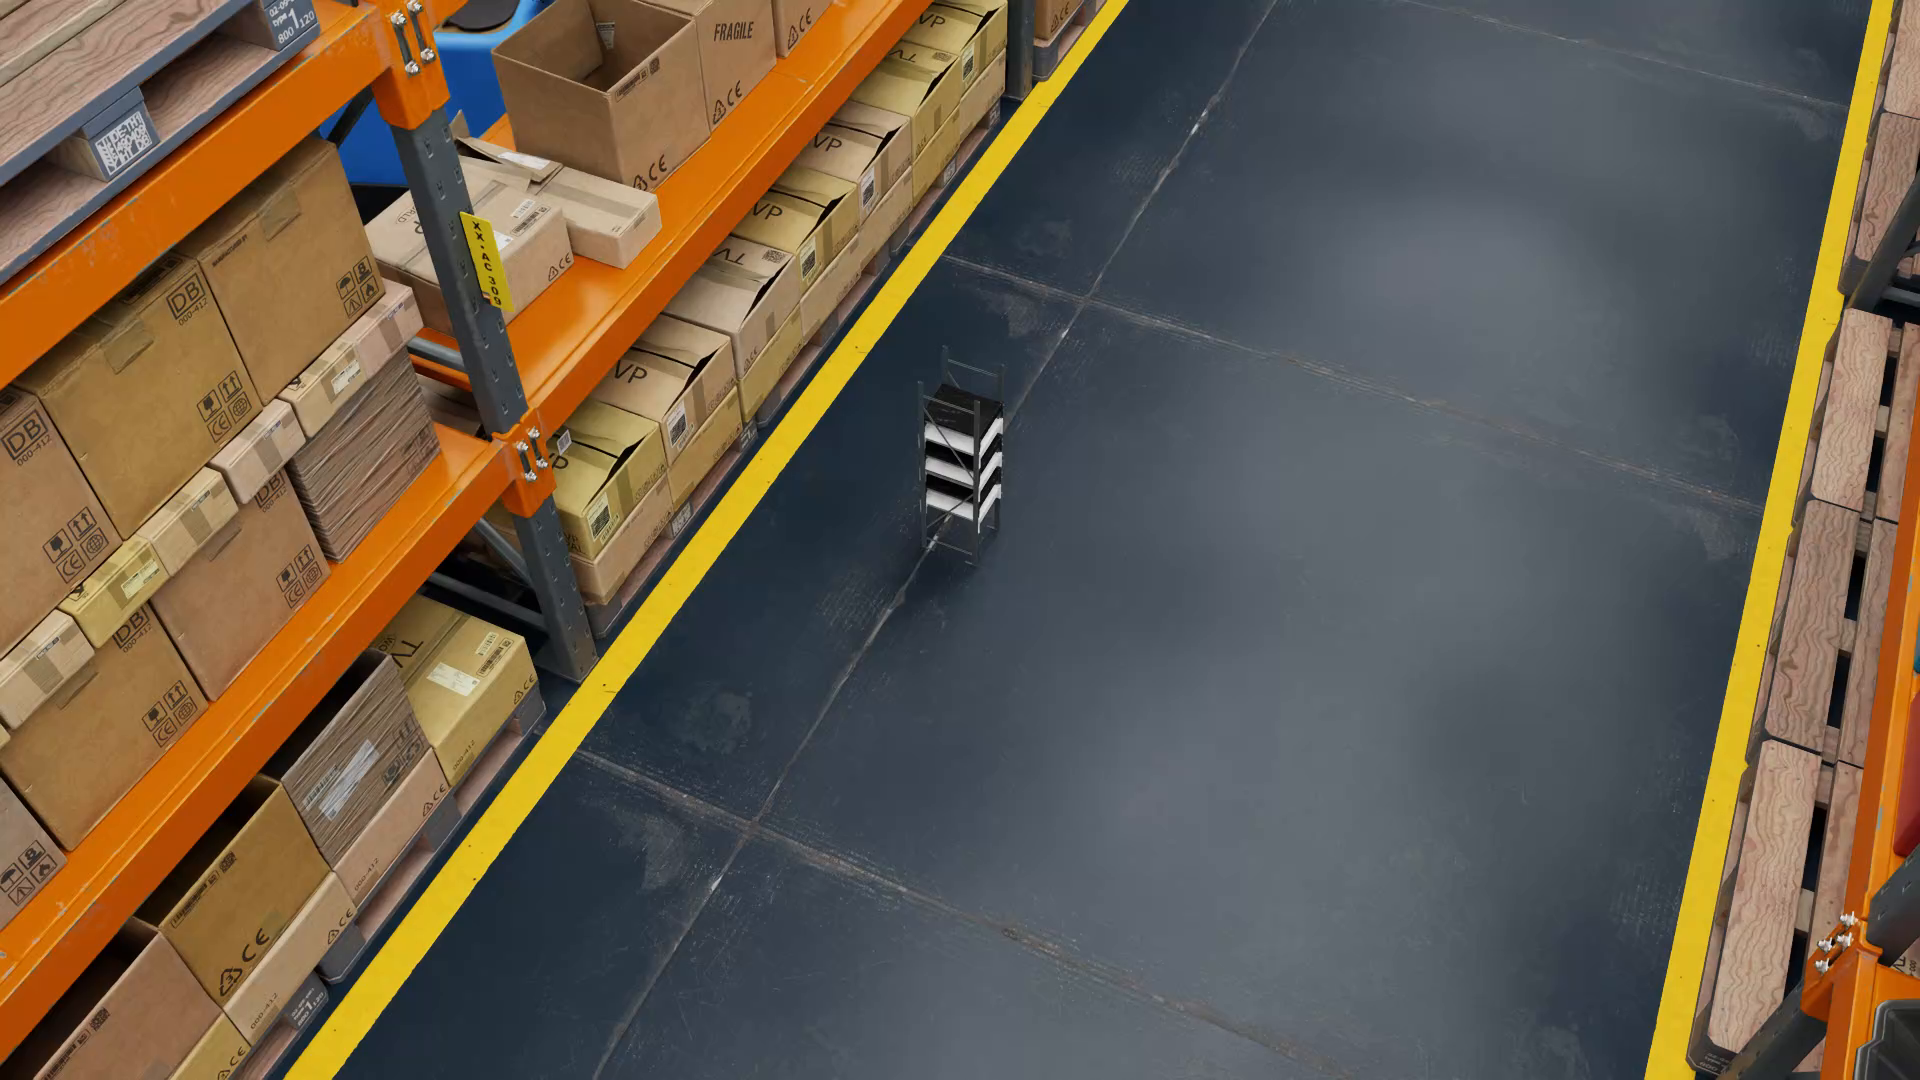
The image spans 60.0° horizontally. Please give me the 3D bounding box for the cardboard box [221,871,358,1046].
[{"bbox_3d":[-2.241,1.191,5.112,0.500,0.250,0.500,20,52,16],"label":"cardboard box"}]

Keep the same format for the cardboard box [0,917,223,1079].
[{"bbox_3d":[-2.453,1.293,4.532,0.500,0.500,0.500,20,52,16],"label":"cardboard box"}]

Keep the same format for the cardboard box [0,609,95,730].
[{"bbox_3d":[-2.284,0.244,3.896,0.380,0.149,0.250,21,53,17],"label":"cardboard box"}]

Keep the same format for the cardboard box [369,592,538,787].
[{"bbox_3d":[-1.818,0.501,5.699,0.500,0.250,0.500,20,52,16],"label":"cardboard box"}]

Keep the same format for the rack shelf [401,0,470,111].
[{"bbox_3d":[-0.963,-2.760,5.447,1.077,0.370,4.000,20,52,16],"label":"rack shelf"}]

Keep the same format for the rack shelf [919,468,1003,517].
[{"bbox_3d":[0.003,-0.217,6.321,0.258,0.077,0.200,20,52,16],"label":"rack shelf"}]

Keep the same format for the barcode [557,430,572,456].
[{"bbox_3d":[-1.332,-0.328,5.597,0.001,0.075,0.075,20,52,16],"label":"barcode"}]

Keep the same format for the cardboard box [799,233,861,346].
[{"bbox_3d":[-0.765,-1.145,7.100,0.500,0.250,0.500,21,53,17],"label":"cardboard box"}]

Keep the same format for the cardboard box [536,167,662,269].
[{"bbox_3d":[-1.254,-1.106,5.702,0.380,0.149,0.250,20,52,16],"label":"cardboard box"}]

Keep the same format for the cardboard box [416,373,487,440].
[{"bbox_3d":[-1.904,-0.443,6.134,0.500,0.311,0.500,20,52,16],"label":"cardboard box"}]

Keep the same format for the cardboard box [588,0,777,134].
[{"bbox_3d":[-1.036,-1.908,6.153,0.500,0.500,0.500,20,52,16],"label":"cardboard box"}]

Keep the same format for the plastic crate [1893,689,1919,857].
[{"bbox_3d":[2.590,0.516,4.114,0.402,0.464,0.583,20,52,16],"label":"plastic crate"}]

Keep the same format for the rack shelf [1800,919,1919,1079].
[{"bbox_3d":[1.805,2.580,2.872,1.077,0.370,4.000,20,52,16],"label":"rack shelf"}]

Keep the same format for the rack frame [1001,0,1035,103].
[{"bbox_3d":[-0.109,-3.399,7.487,1.000,3.000,0.127,20,52,16],"label":"rack frame"}]

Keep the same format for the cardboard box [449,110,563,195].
[{"bbox_3d":[-1.608,-1.266,5.761,0.396,0.266,0.258,19,52,15],"label":"cardboard box"}]

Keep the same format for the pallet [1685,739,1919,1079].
[{"bbox_3d":[2.960,1.320,5.303,1.003,0.211,1.213,20,52,16],"label":"pallet"}]

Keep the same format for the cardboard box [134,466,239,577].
[{"bbox_3d":[-2.068,-0.098,4.187,0.380,0.149,0.250,20,52,16],"label":"cardboard box"}]

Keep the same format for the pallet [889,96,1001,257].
[{"bbox_3d":[-0.496,-1.941,8.078,1.003,0.211,1.213,20,52,16],"label":"pallet"}]

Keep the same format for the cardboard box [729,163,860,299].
[{"bbox_3d":[-0.760,-1.334,6.892,0.500,0.311,0.500,21,53,17],"label":"cardboard box"}]

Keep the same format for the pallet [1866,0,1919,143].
[{"bbox_3d":[5.190,-2.274,8.362,1.003,0.211,1.213,20,52,16],"label":"pallet"}]

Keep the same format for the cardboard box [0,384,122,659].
[{"bbox_3d":[-2.431,-0.096,3.760,0.700,0.500,0.500,20,52,16],"label":"cardboard box"}]

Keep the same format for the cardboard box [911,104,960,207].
[{"bbox_3d":[-0.330,-1.846,7.696,0.500,0.250,0.500,19,52,16],"label":"cardboard box"}]

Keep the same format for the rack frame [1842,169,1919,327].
[{"bbox_3d":[4.368,-1.784,6.114,1.000,3.000,0.127,20,52,16],"label":"rack frame"}]

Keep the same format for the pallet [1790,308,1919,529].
[{"bbox_3d":[4.002,-0.360,6.733,1.003,0.211,1.213,20,52,16],"label":"pallet"}]

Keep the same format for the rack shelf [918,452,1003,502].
[{"bbox_3d":[0.003,-0.276,6.253,0.258,0.077,0.200,20,52,16],"label":"rack shelf"}]

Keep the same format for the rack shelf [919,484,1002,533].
[{"bbox_3d":[0.003,-0.159,6.390,0.258,0.077,0.200,20,52,16],"label":"rack shelf"}]

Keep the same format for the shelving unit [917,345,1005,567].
[{"bbox_3d":[0.003,-0.297,6.227,0.258,0.900,0.210,20,52,16],"label":"shelving unit"}]

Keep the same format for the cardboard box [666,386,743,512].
[{"bbox_3d":[-1.202,-0.438,6.498,0.500,0.250,0.500,21,53,17],"label":"cardboard box"}]

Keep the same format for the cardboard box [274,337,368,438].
[{"bbox_3d":[-1.848,-0.460,4.496,0.380,0.149,0.250,19,52,15],"label":"cardboard box"}]

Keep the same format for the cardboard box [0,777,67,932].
[{"bbox_3d":[-2.657,0.694,3.940,0.700,0.500,0.500,21,53,17],"label":"cardboard box"}]

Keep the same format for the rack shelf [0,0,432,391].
[{"bbox_3d":[-2.672,-0.006,3.103,1.077,0.370,4.000,20,52,16],"label":"rack shelf"}]

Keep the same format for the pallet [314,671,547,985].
[{"bbox_3d":[-2.195,0.793,5.751,1.003,0.211,1.213,20,52,16],"label":"pallet"}]

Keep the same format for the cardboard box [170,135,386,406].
[{"bbox_3d":[-2.002,-0.789,4.350,0.700,0.500,0.500,20,52,16],"label":"cardboard box"}]

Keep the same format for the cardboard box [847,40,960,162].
[{"bbox_3d":[-0.326,-2.025,7.480,0.500,0.311,0.500,19,52,16],"label":"cardboard box"}]

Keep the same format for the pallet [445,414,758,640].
[{"bbox_3d":[-1.538,-0.261,6.648,1.003,0.211,1.213,20,52,16],"label":"pallet"}]

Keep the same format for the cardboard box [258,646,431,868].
[{"bbox_3d":[-2.042,0.599,5.123,0.500,0.500,0.500,20,52,16],"label":"cardboard box"}]

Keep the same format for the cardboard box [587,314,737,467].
[{"bbox_3d":[-1.197,-0.618,6.282,0.500,0.311,0.500,19,52,16],"label":"cardboard box"}]

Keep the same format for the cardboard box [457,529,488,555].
[{"bbox_3d":[-1.903,-0.269,6.354,0.500,0.250,0.500,19,52,16],"label":"cardboard box"}]

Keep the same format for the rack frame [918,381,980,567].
[{"bbox_3d":[-0.040,-0.227,6.168,0.240,0.900,0.006,20,52,16],"label":"rack frame"}]

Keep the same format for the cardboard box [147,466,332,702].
[{"bbox_3d":[-2.221,-0.004,4.533,0.700,0.500,0.500,19,52,16],"label":"cardboard box"}]

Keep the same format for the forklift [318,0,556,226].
[{"bbox_3d":[-2.245,-3.487,7.607,1.130,2.935,3.031,3,50,3],"label":"forklift"}]
